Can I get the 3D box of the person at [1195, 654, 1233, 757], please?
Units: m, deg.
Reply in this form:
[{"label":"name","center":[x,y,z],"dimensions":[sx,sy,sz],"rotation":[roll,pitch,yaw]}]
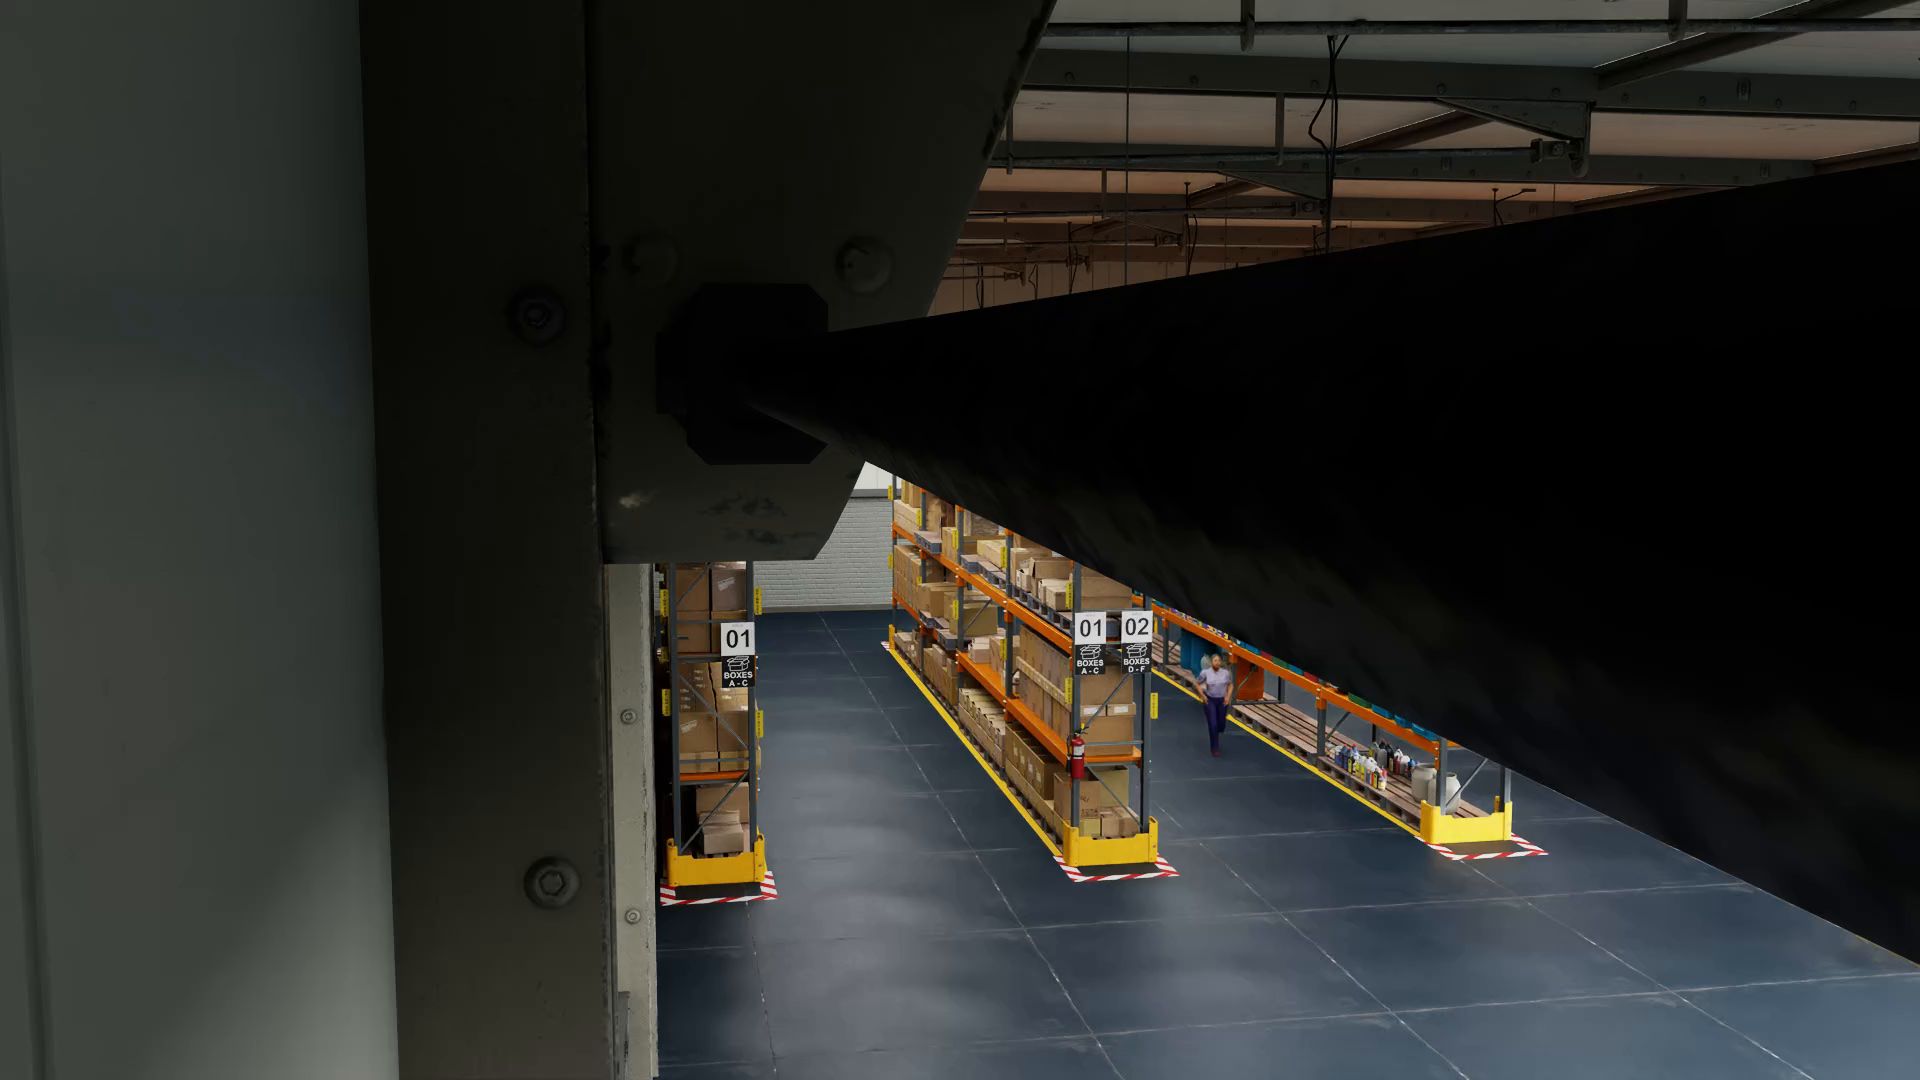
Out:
[{"label":"person","center":[4.108,2.640,26.872],"dimensions":[0.617,1.633,0.732],"rotation":[-1,6,-7]}]
